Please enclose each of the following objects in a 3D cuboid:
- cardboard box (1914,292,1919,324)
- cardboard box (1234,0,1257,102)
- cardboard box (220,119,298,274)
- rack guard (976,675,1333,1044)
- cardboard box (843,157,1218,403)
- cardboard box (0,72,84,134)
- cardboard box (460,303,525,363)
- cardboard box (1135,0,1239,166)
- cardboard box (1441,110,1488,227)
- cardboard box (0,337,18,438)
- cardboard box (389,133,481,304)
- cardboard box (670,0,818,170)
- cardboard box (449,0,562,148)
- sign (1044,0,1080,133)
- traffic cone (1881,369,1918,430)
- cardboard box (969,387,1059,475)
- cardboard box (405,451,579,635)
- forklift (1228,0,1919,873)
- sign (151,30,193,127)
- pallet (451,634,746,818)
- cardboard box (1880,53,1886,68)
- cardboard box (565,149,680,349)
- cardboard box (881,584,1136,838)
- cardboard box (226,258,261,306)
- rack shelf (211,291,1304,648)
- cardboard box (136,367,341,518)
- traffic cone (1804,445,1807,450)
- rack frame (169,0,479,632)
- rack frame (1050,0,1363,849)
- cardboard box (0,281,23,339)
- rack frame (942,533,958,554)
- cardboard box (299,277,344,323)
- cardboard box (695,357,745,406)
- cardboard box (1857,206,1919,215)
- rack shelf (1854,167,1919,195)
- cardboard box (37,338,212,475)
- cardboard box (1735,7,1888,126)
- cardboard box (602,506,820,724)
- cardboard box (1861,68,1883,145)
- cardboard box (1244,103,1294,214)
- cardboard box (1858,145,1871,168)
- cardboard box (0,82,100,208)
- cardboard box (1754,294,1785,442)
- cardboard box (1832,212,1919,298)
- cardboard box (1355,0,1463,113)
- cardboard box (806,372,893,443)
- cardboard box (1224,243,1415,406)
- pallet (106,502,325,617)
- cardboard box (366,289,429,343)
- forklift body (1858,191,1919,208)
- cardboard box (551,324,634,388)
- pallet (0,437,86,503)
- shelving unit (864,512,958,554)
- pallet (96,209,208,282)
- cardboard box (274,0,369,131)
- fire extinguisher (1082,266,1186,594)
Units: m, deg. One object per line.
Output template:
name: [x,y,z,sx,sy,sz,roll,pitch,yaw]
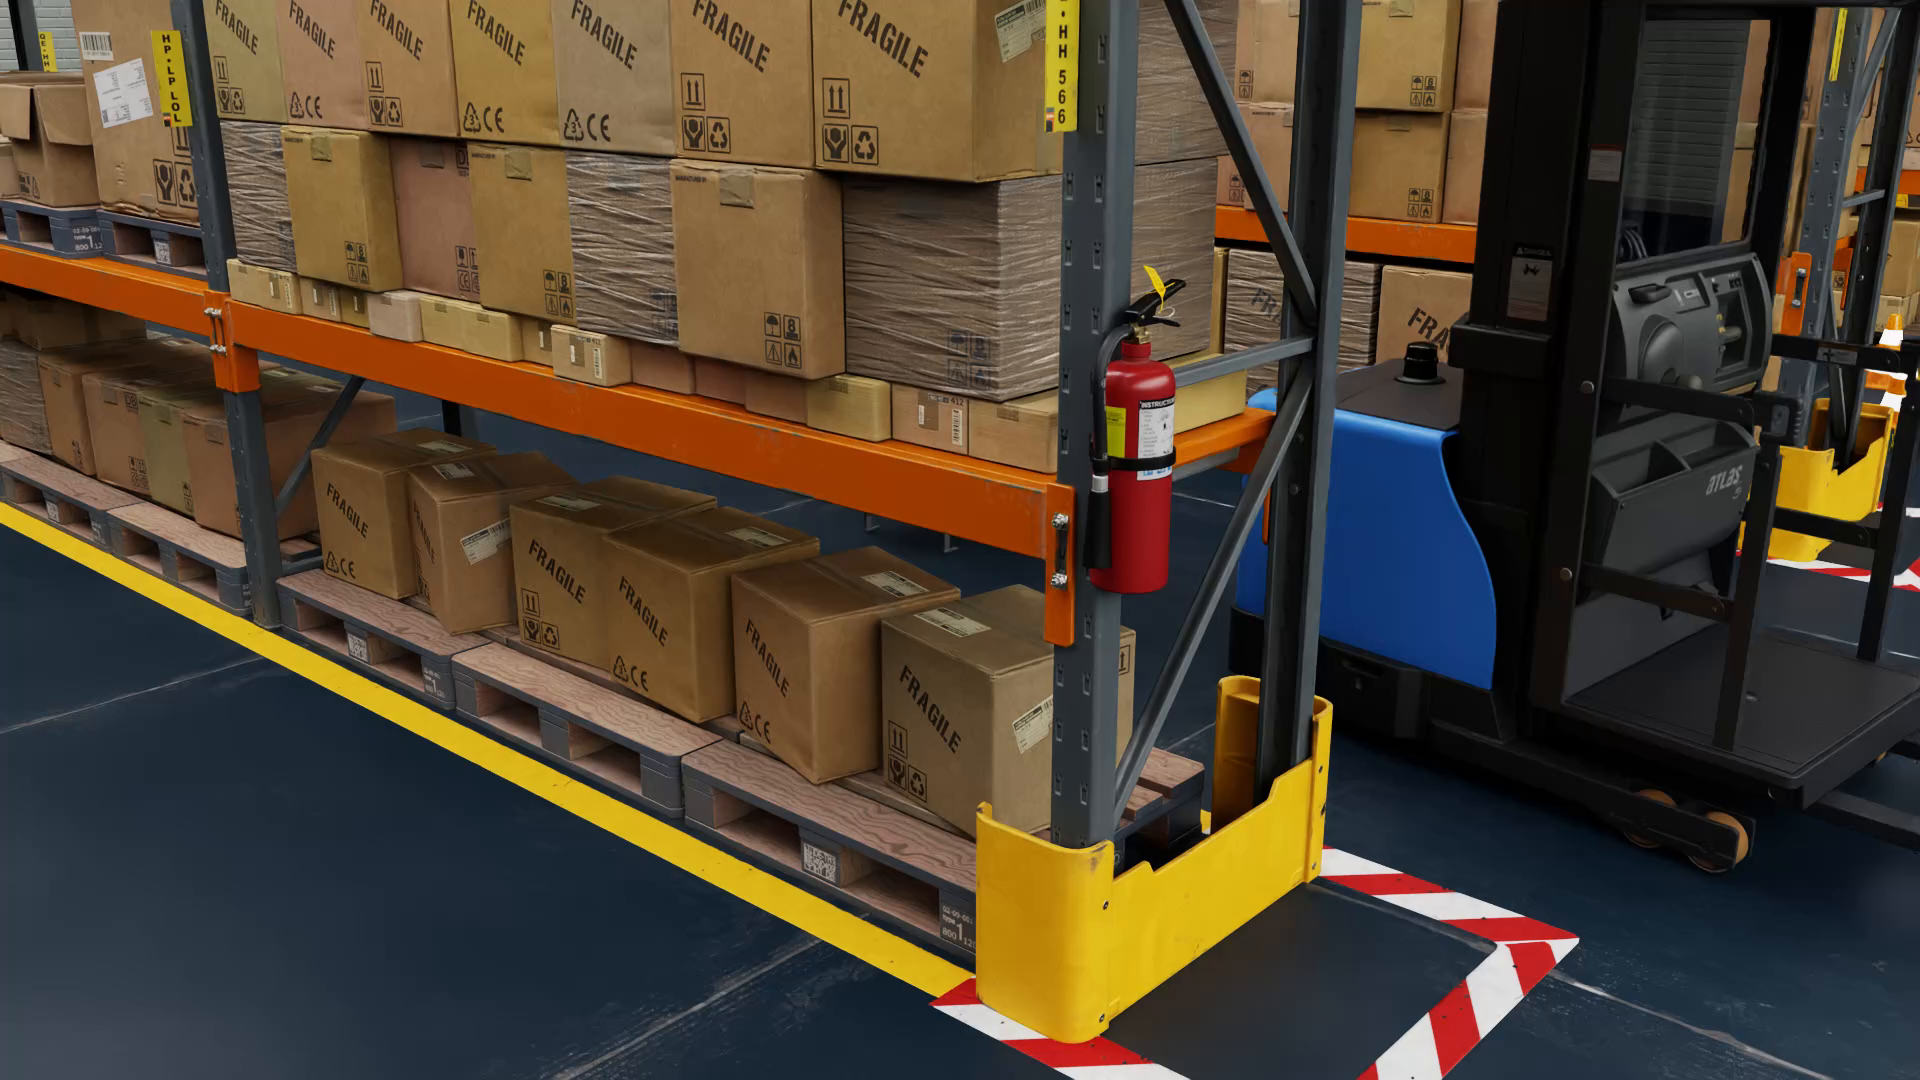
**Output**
cardboard box: [6.744,-1.749,12.016,0.500,0.250,0.500,15,23,39]
cardboard box: [1.703,-2.718,9.185,0.550,0.550,0.875,15,23,39]
cardboard box: [-2.111,-1.281,6.033,0.500,0.500,0.875,15,23,39]
rack guard: [0.529,0.783,4.318,0.348,0.500,1.175,15,23,39]
cardboard box: [0.192,-0.699,4.199,0.500,0.500,0.875,15,23,39]
cardboard box: [-4.484,-2.058,8.279,0.700,0.500,0.500,-14,22,-38]
cardboard box: [-1.314,-0.667,5.170,0.250,0.149,0.380,15,23,39]
cardboard box: [0.355,-1.231,4.222,0.500,0.500,0.500,15,23,39]
cardboard box: [2.884,-1.877,8.320,0.550,0.550,0.875,15,23,39]
cardboard box: [-4.884,-0.888,8.855,0.500,0.500,0.700,14,22,36]
cardboard box: [-1.319,-1.095,5.447,0.500,0.500,0.875,15,23,39]
cardboard box: [-0.368,-1.213,4.164,0.500,0.500,0.500,15,23,39]
cardboard box: [-1.109,-1.416,4.804,0.500,0.500,0.500,15,23,39]
sign: [0.202,-0.974,3.286,0.005,0.325,0.100,15,23,39]
traffic cone: [5.503,-0.901,9.686,0.334,0.463,0.336,15,23,39]
cardboard box: [0.235,-0.284,3.963,0.250,0.149,0.380,15,23,39]
cardboard box: [-1.700,-0.002,6.098,0.500,0.500,0.500,-10,20,-28]
forklift: [2.311,-0.637,4.774,1.130,2.935,3.031,-15,23,-39]
sign: [-2.772,-1.622,5.849,0.005,0.325,0.100,15,23,39]
pallet: [-0.964,0.505,5.673,1.213,0.211,1.003,15,23,39]
cardboard box: [6.263,-3.458,11.238,0.500,0.500,0.700,15,23,40]
cardboard box: [-0.607,-0.883,4.777,0.500,0.500,0.875,15,23,39]
cardboard box: [0.129,0.469,4.613,0.500,0.500,0.500,-13,22,-36]
cardboard box: [-2.445,-0.965,6.110,0.250,0.149,0.380,15,23,39]
rack shelf: [-0.911,-0.452,5.266,4.000,0.370,1.077,15,23,39]
cardboard box: [-3.196,-0.443,7.453,0.500,0.500,0.700,15,23,39]
traffic cone: [4.499,-0.714,9.096,0.334,0.463,0.336,15,23,39]
rack frame: [-2.406,-1.196,6.422,0.127,3.000,1.000,15,23,39]
rack frame: [0.585,-0.393,3.891,0.127,3.000,1.000,15,23,39]
cardboard box: [-4.877,-1.247,8.748,0.500,0.250,0.500,16,24,41]
rack frame: [0.059,-0.985,7.244,0.015,2.100,0.400,15,23,39]
cardboard box: [-2.062,-0.868,5.804,0.250,0.149,0.380,15,23,39]
cardboard box: [-0.509,-0.486,4.600,0.250,0.149,0.380,15,23,39]
cardboard box: [6.725,-2.111,11.917,0.500,0.500,0.500,14,22,37]
rack shelf: [5.667,-2.694,12.330,4.000,0.370,1.077,15,23,39]
cardboard box: [-4.032,-0.667,8.159,0.700,0.500,0.500,-16,24,-41]
cardboard box: [3.701,-2.164,7.440,0.550,0.550,0.875,15,23,39]
cardboard box: [-0.796,0.227,5.376,0.500,0.500,0.500,-16,23,-41]
cardboard box: [6.203,-2.973,11.363,0.500,0.500,0.500,15,23,39]
cardboard box: [1.997,-2.058,8.889,0.550,0.550,0.875,15,23,39]
cardboard box: [6.301,-2.624,11.337,0.250,0.149,0.380,15,23,38]
cardboard box: [-3.764,-1.773,7.374,0.797,0.503,0.637,-15,23,-40]
cardboard box: [3.402,-0.804,8.003,0.875,0.875,0.875,15,23,40]
cardboard box: [6.391,-1.984,11.516,0.500,0.500,0.500,15,23,40]
cardboard box: [2.417,-2.474,8.416,0.500,0.550,0.875,15,23,39]
cardboard box: [-0.173,-0.373,4.243,0.250,0.149,0.380,15,23,39]
cardboard box: [2.062,-1.163,9.137,0.875,0.875,0.875,15,23,40]
pallet: [-2.990,-0.023,7.335,1.213,0.211,1.003,15,23,39]
cardboard box: [-1.709,-0.761,5.465,0.250,0.149,0.380,15,23,39]
forklift body: [7.826,-3.322,14.525,1.214,2.155,2.313,15,23,39]
cardboard box: [-0.956,-0.561,4.837,0.250,0.149,0.380,15,23,39]
pallet: [-4.815,-0.513,8.879,1.213,0.211,1.003,15,23,39]
shelving unit: [-0.124,-1.034,7.399,0.503,2.100,0.431,15,23,39]
pallet: [-2.881,-1.291,7.038,1.213,0.211,1.003,15,23,39]
cardboard box: [-1.864,-1.614,5.430,0.500,0.500,0.500,15,23,39]
fire extinguisher: [0.365,-0.229,3.502,0.183,0.674,0.296,15,23,39]
